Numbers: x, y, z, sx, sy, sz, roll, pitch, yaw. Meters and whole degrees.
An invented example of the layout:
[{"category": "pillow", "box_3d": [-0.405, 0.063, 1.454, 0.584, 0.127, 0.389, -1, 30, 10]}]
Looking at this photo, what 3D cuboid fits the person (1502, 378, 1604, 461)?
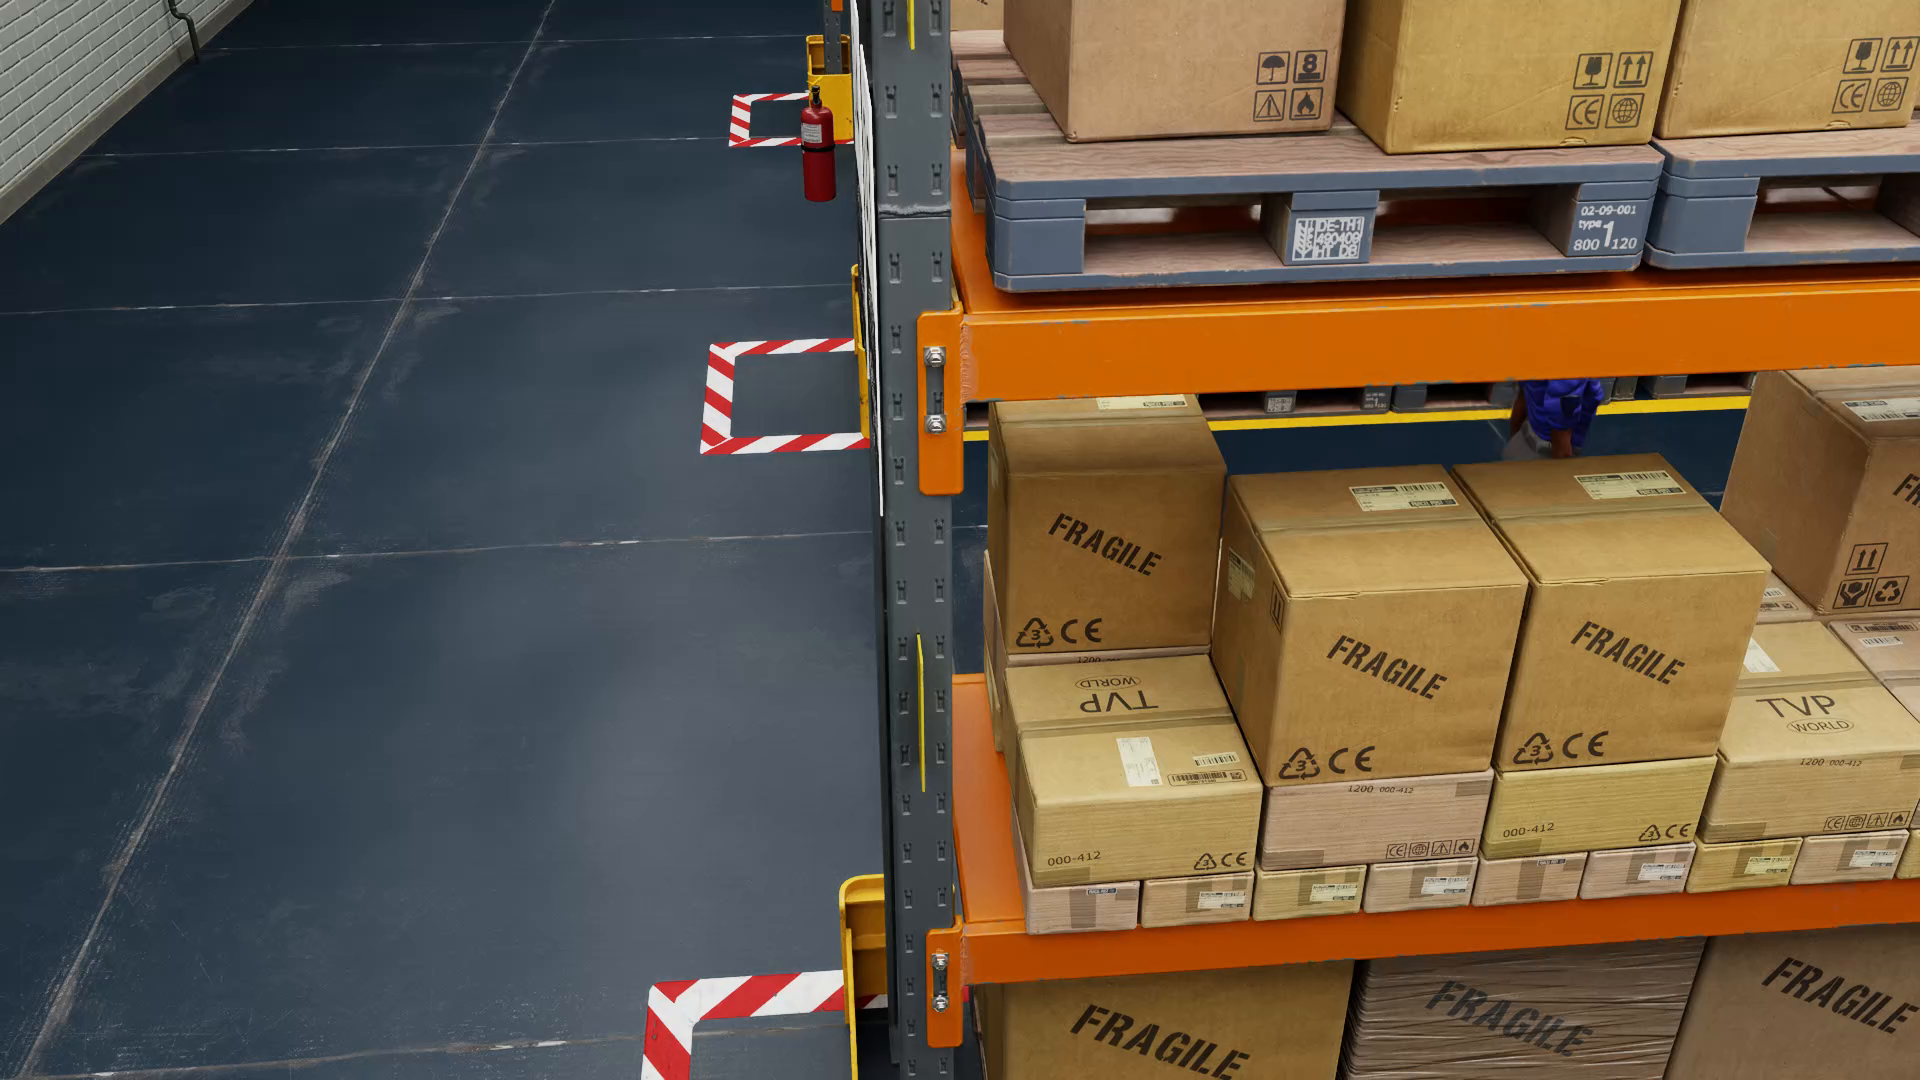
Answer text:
[{"category": "person", "box_3d": [2.326, -0.265, 6.535, 0.426, 1.668, 0.484, 1, 31, 2]}]
